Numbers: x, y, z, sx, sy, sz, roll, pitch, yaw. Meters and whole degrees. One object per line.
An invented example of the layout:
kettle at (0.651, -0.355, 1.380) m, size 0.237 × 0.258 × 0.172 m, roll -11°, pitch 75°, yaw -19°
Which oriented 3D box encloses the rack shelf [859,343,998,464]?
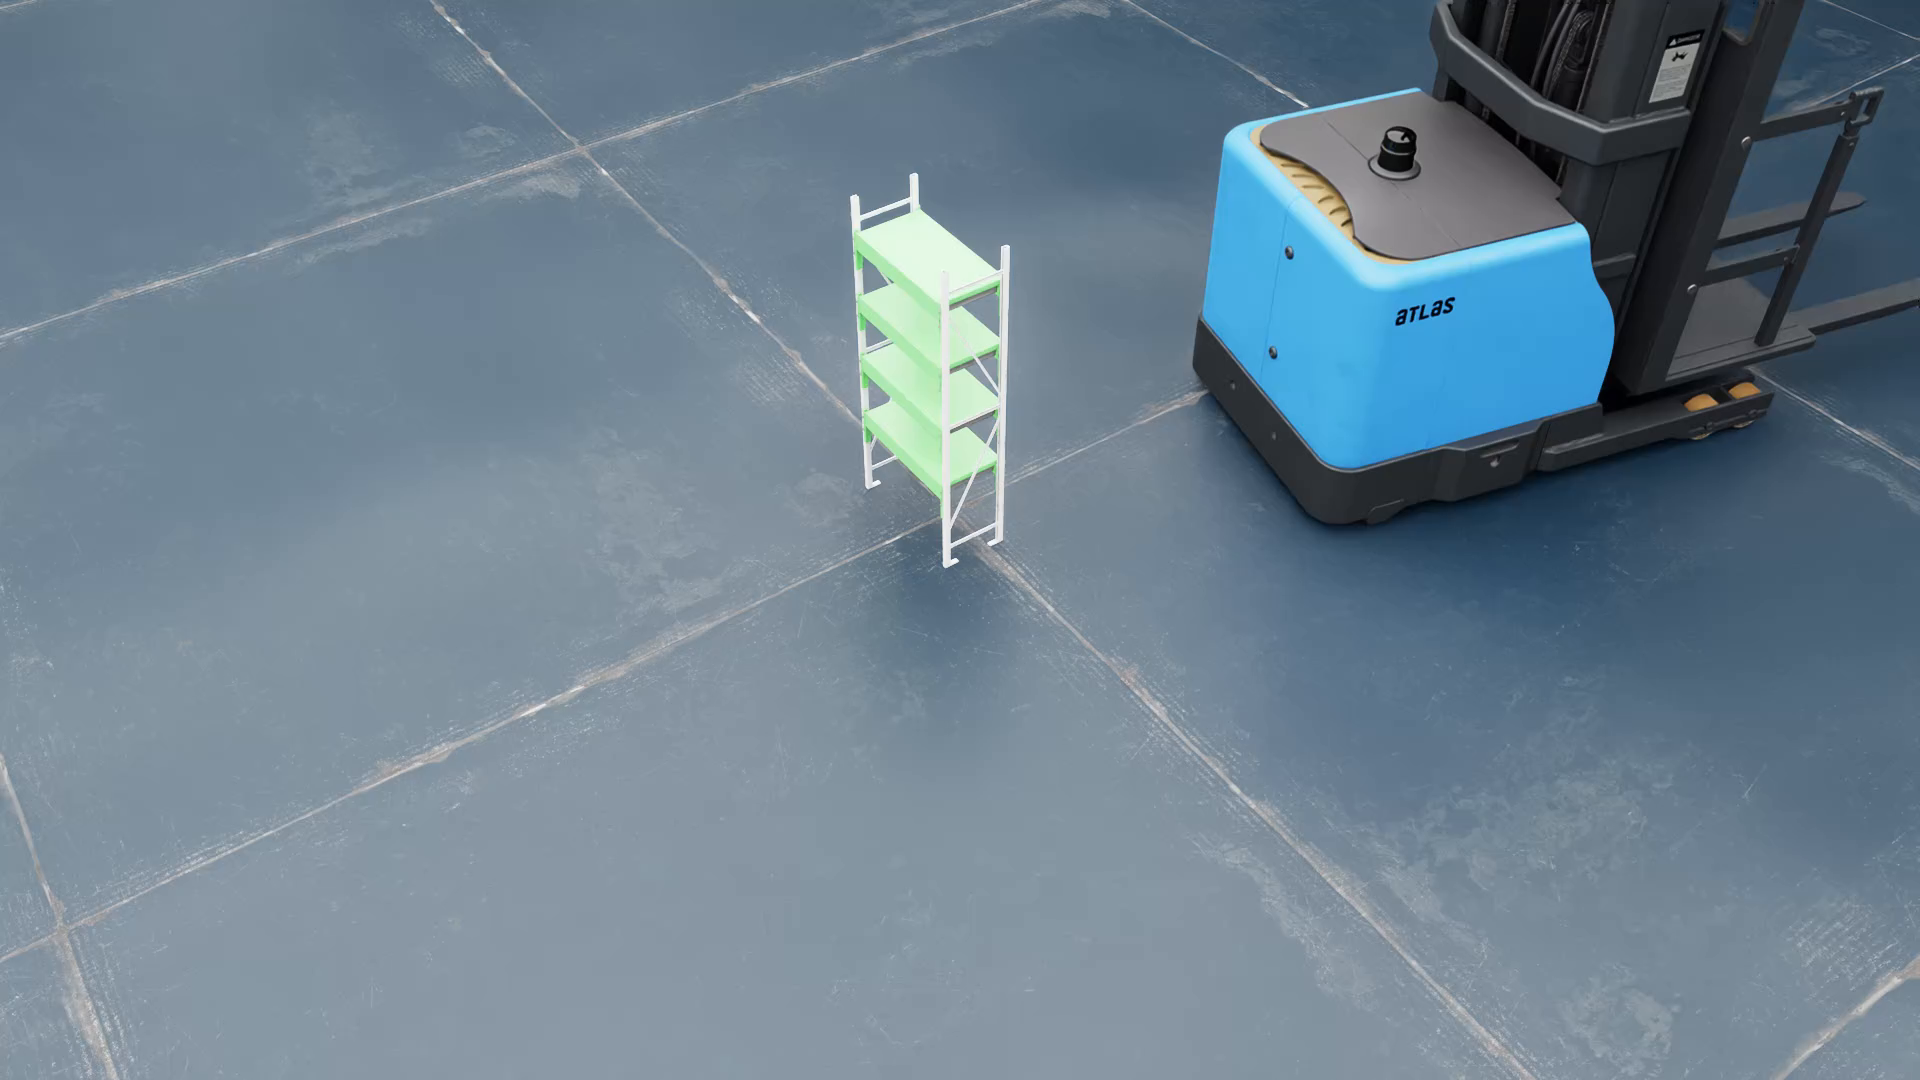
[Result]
rack shelf at (-0.095, -0.482, 5.478) m, size 0.258 × 0.148 × 0.480 m, roll -26°, pitch 49°, yaw -24°

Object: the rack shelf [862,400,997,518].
rack shelf at (-0.095, -0.308, 5.644) m, size 0.258 × 0.148 × 0.480 m, roll -26°, pitch 49°, yaw -24°

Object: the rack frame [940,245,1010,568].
rack frame at (0.045, -0.390, 5.289) m, size 0.240 × 1.200 × 0.015 m, roll -26°, pitch 49°, yaw -24°

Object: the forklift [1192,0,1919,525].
forklift at (2.457, -1.756, 5.467) m, size 3.031 × 2.935 × 1.130 m, roll -15°, pitch 46°, yaw -15°

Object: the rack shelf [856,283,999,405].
rack shelf at (-0.095, -0.655, 5.312) m, size 0.258 × 0.148 × 0.480 m, roll -26°, pitch 49°, yaw -24°

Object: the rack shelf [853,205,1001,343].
rack shelf at (-0.095, -0.829, 5.147) m, size 0.258 × 0.148 × 0.480 m, roll -26°, pitch 49°, yaw -24°

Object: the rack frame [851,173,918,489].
rack frame at (-0.234, -0.666, 5.579) m, size 0.240 × 1.200 × 0.015 m, roll -26°, pitch 49°, yaw -24°

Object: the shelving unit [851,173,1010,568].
shelving unit at (-0.095, -0.528, 5.434) m, size 0.258 × 1.200 × 0.503 m, roll -26°, pitch 49°, yaw -24°
